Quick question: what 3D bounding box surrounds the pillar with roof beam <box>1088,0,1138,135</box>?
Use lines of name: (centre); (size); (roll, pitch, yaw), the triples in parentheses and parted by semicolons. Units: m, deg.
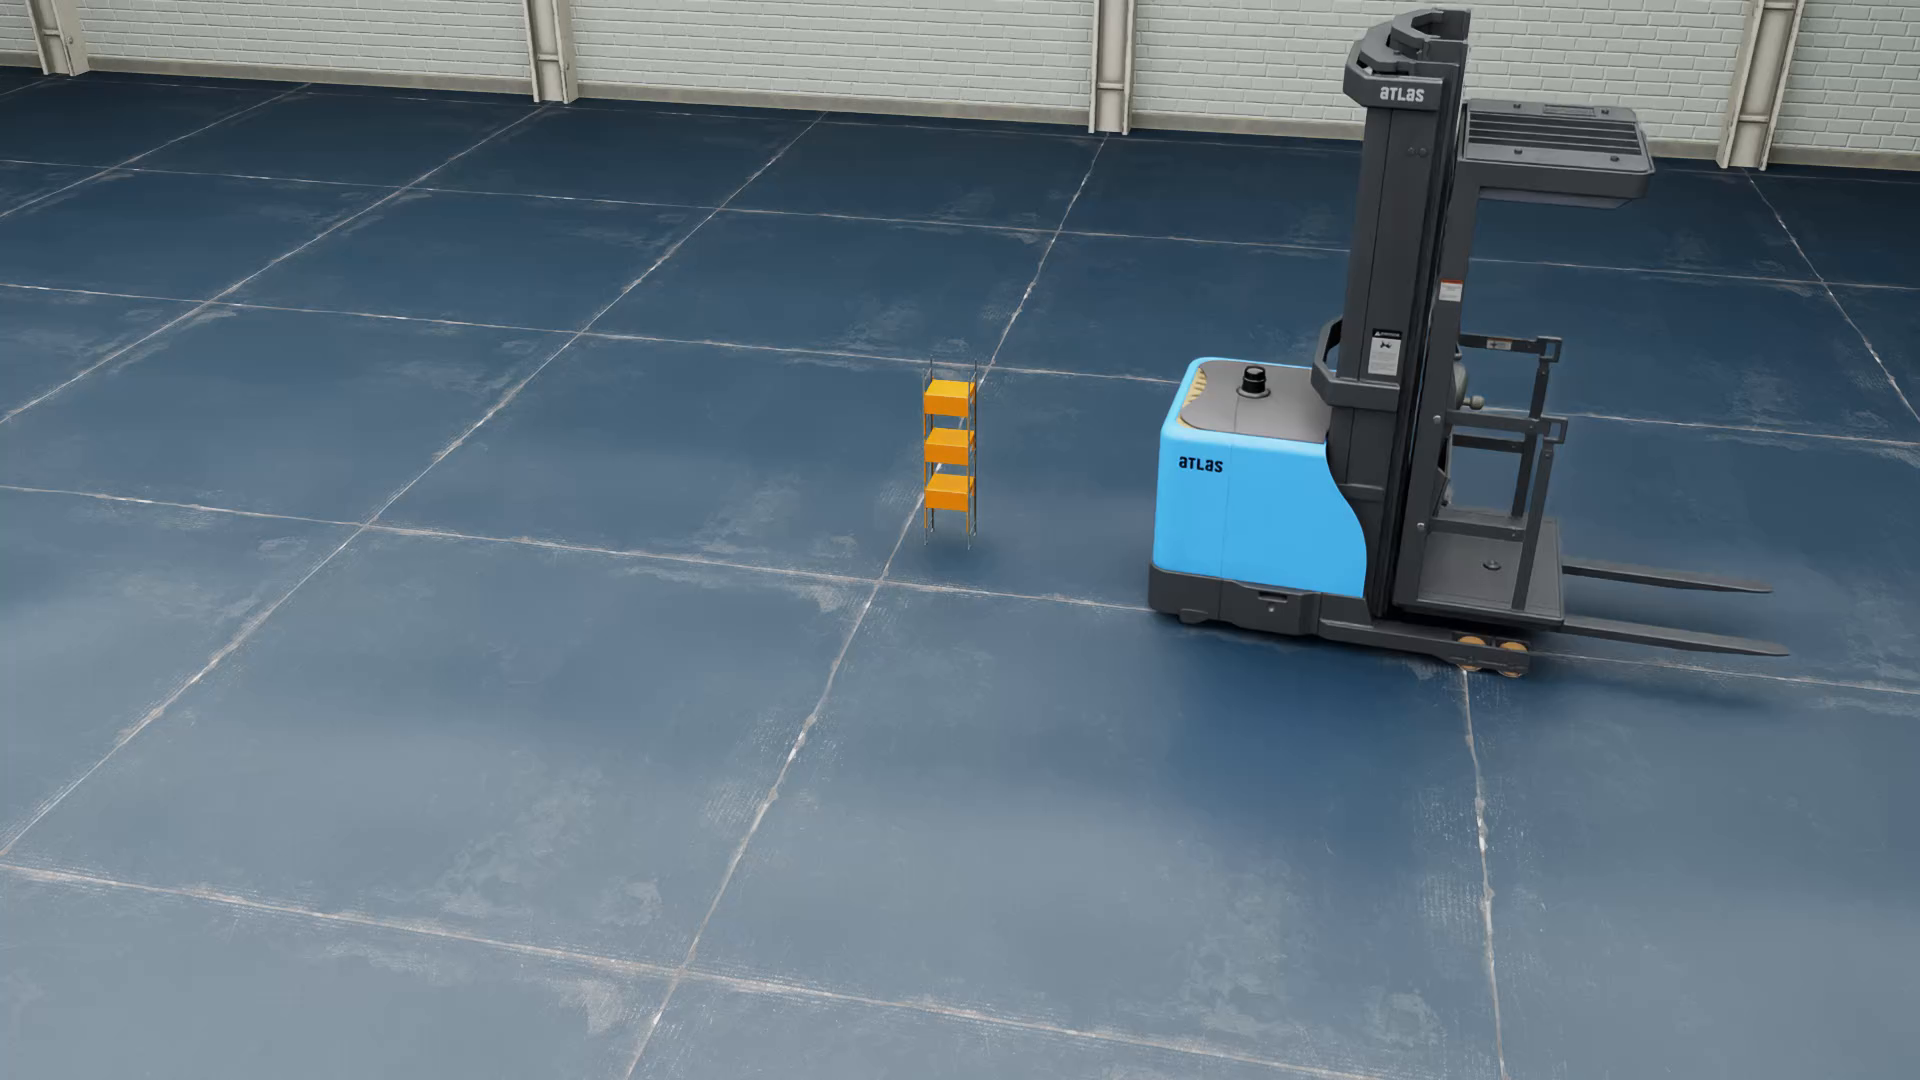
pillar with roof beam: (0.620, -6.081, 10.987); (0.400, 9.000, 9.100); (6, 29, 11)

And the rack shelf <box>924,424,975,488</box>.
rack shelf: (-0.052, -0.457, 9.013); (0.240, 0.259, 0.215); (6, 29, 11)

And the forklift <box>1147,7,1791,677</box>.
forklift: (2.536, -0.908, 7.856); (3.031, 2.935, 1.130); (8, 30, 14)

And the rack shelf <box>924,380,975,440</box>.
rack shelf: (-0.052, -0.705, 8.877); (0.240, 0.259, 0.215); (6, 29, 11)

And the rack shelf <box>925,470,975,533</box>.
rack shelf: (-0.052, -0.213, 9.146); (0.240, 0.259, 0.215); (6, 29, 11)

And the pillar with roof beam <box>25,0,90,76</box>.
pillar with roof beam: (-11.115, -7.285, 13.185); (0.400, 9.000, 9.100); (6, 29, 11)

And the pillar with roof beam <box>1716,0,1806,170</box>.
pillar with roof beam: (6.488, -5.480, 9.888); (0.400, 9.000, 9.100); (6, 29, 11)

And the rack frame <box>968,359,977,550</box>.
rack frame: (0.067, -0.454, 8.985); (0.008, 1.050, 0.200); (6, 29, 11)

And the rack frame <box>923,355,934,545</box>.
rack frame: (-0.172, -0.478, 9.030); (0.008, 1.050, 0.200); (6, 29, 11)

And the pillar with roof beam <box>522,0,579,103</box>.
pillar with roof beam: (-5.248, -6.683, 12.086); (0.400, 9.000, 9.100); (6, 29, 11)

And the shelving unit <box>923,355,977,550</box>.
shelving unit: (-0.052, -0.466, 9.008); (0.252, 1.050, 0.215); (6, 29, 11)
